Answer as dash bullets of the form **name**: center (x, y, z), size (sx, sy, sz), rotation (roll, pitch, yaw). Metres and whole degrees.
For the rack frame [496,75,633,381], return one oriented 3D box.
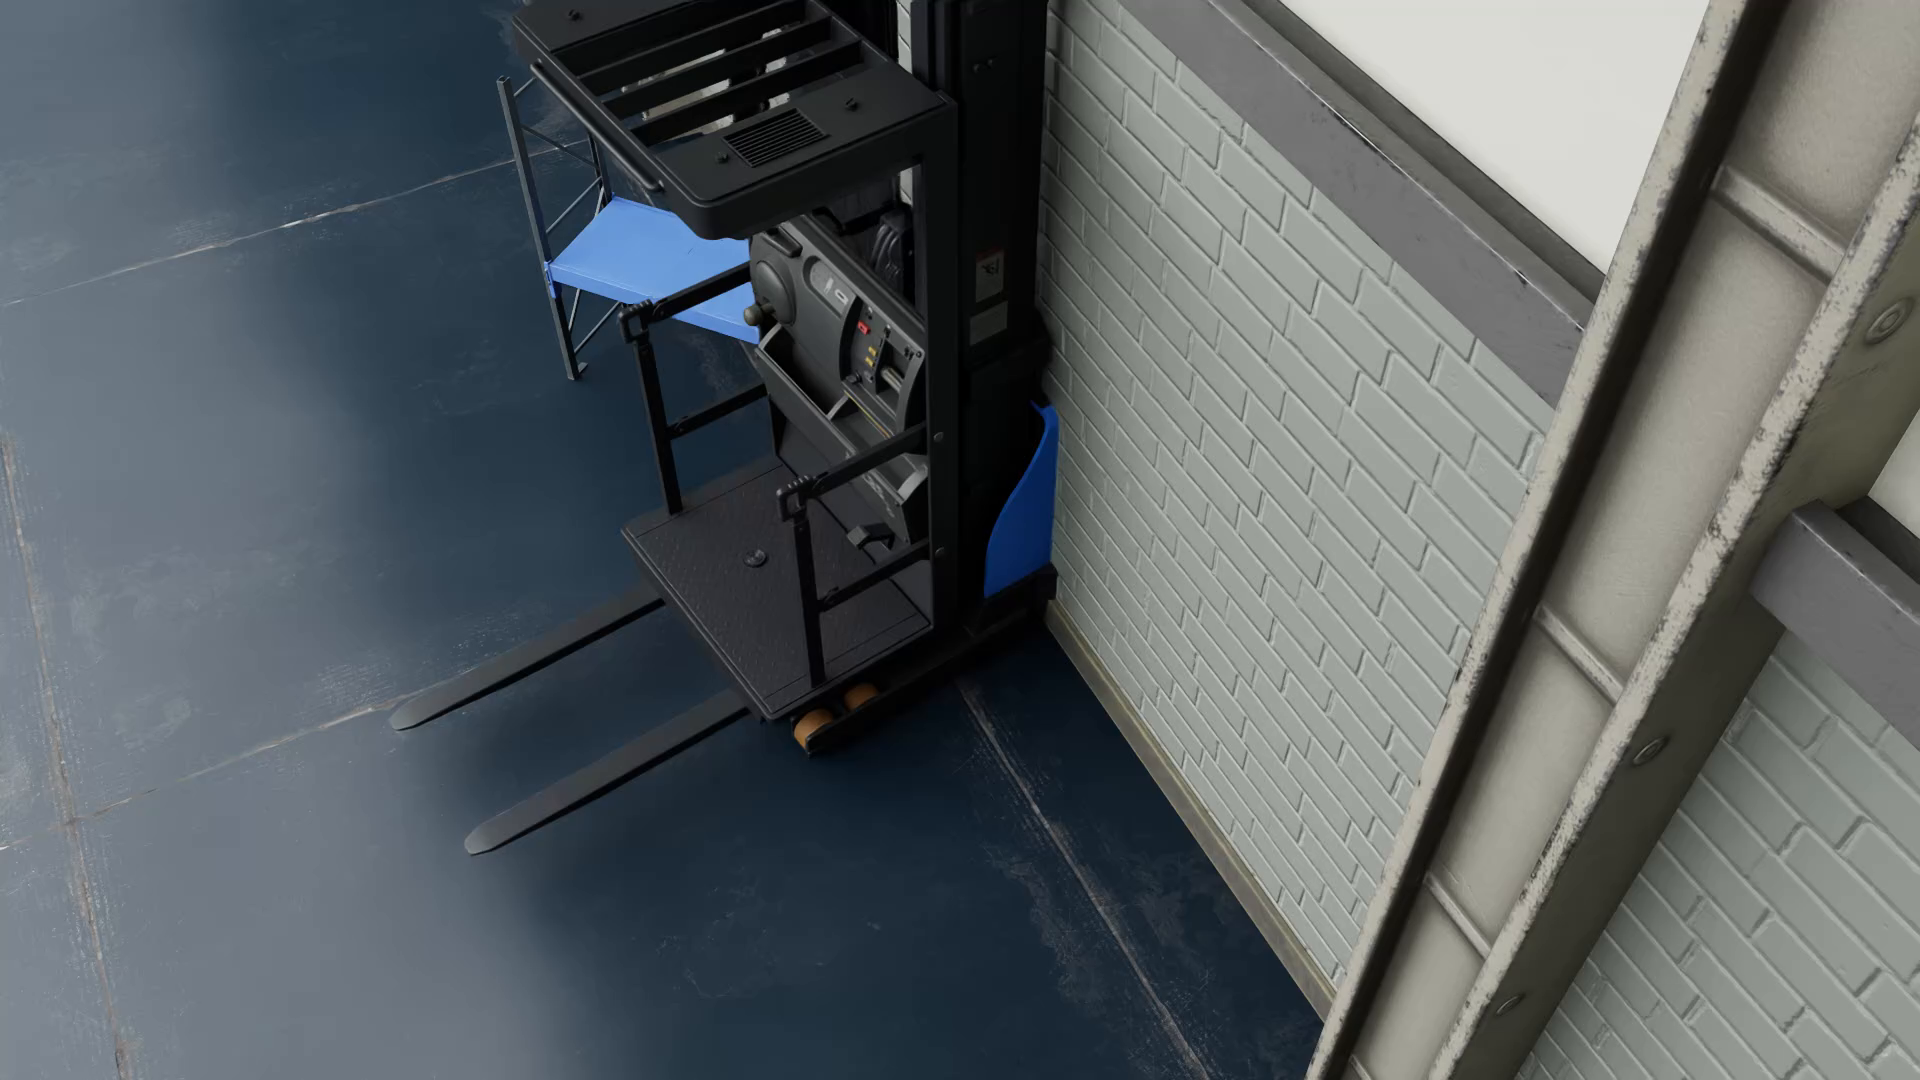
- **rack frame**: center (-1.593, -1.364, 6.839), size (0.032, 1.500, 0.500), rotation (19, 51, 16)

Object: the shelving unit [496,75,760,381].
- **shelving unit**: center (-1.130, -1.207, 6.702), size (1.048, 1.500, 0.538), rotation (19, 51, 16)

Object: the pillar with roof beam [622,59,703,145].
- **pillar with roof beam**: center (-5.337, -3.652, 3.858), size (9.100, 9.000, 0.400), rotation (-21, 52, -18)

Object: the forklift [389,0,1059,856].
- **forklift**: center (-0.572, -0.657, 5.270), size (3.031, 2.935, 1.130), rotation (-29, 55, -23)

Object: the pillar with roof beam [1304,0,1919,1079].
- **pillar with roof beam**: center (-2.591, 0.364, 0.346), size (9.100, 9.000, 0.400), rotation (-21, 52, -18)

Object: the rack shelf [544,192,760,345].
- **rack shelf**: center (-1.130, -1.088, 6.837), size (1.000, 0.185, 0.538), rotation (19, 51, 16)
